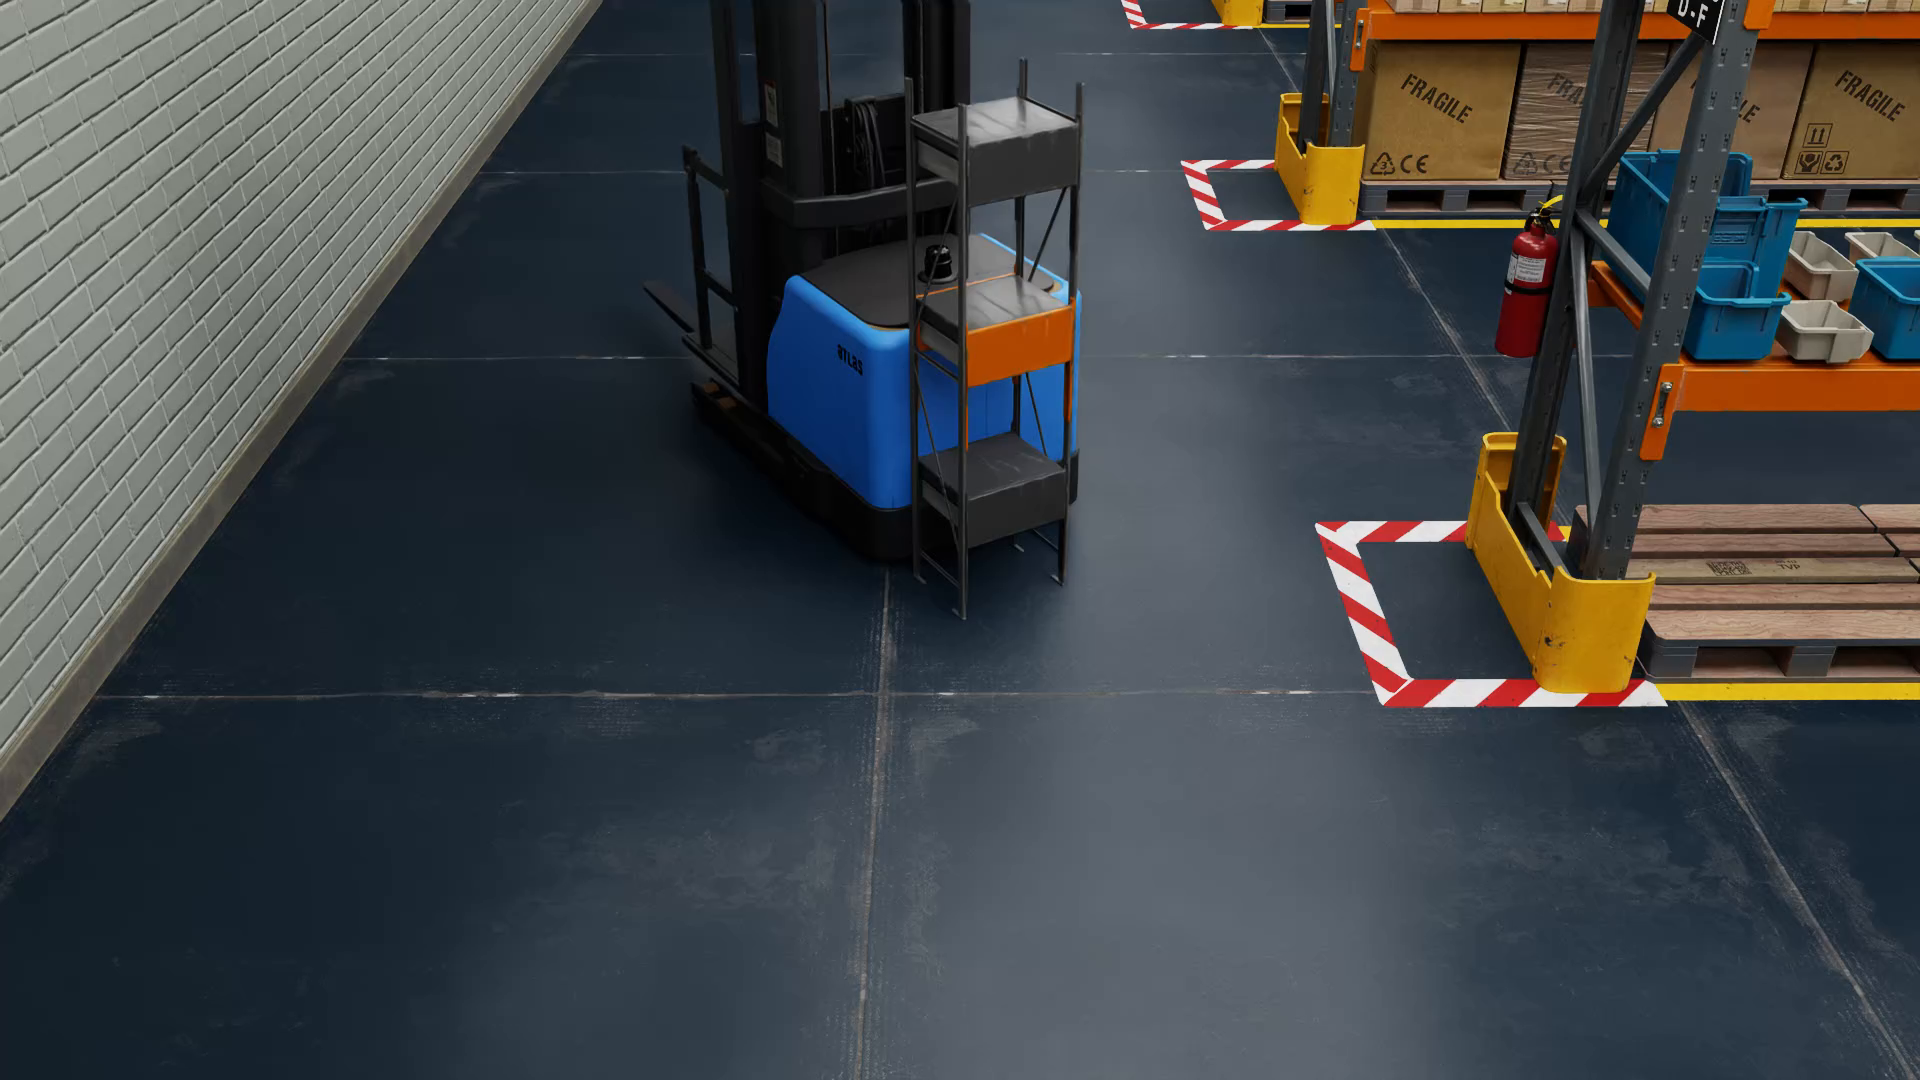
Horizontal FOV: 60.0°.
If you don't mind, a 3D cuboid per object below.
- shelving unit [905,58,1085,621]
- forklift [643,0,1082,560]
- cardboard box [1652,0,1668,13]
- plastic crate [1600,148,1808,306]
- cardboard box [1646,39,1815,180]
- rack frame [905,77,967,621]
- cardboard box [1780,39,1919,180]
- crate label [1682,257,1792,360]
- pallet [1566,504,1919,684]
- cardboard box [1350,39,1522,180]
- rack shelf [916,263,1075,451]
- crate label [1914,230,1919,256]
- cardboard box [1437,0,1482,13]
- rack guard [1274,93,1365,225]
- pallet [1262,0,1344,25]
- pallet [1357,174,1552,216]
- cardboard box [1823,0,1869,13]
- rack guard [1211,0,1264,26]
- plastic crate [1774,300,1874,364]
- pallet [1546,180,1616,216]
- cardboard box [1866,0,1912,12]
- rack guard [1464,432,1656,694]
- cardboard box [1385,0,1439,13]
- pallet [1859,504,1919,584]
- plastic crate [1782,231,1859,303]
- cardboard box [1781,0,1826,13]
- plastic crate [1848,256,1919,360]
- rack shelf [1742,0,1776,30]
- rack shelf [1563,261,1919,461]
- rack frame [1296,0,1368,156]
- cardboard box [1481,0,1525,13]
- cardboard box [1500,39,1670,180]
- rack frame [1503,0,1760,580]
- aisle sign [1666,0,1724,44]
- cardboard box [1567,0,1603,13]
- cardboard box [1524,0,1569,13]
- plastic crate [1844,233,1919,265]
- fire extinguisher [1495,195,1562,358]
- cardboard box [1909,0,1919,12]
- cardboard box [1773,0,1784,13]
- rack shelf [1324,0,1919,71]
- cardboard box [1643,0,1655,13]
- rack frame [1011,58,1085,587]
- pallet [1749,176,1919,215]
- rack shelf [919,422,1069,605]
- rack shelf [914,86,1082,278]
[{"bbox_3d":[0.122,-0.725,6.420,0.503,2.100,0.431,-18,35,-26],"label":"shelving unit"},{"bbox_3d":[-0.673,-1.899,7.554,1.130,2.935,3.031,-18,35,-26],"label":"forklift"},{"bbox_3d":[4.261,-3.310,10.055,0.250,0.149,0.380,-1,31,-2],"label":"cardboard box"},{"bbox_3d":[2.729,-1.151,6.163,0.499,0.435,0.616,0,31,0],"label":"plastic crate"},{"bbox_3d":[4.805,-2.902,10.784,0.875,0.875,0.875,0,31,0],"label":"cardboard box"},{"bbox_3d":[-0.086,-0.659,6.312,0.015,2.100,0.400,-18,35,-26],"label":"rack frame"},{"bbox_3d":[5.705,-2.905,10.789,0.875,0.875,0.875,0,31,0],"label":"cardboard box"},{"bbox_3d":[2.644,-0.796,5.774,0.303,0.233,0.416,0,31,0],"label":"crate label"},{"bbox_3d":[3.220,0.197,6.721,1.213,0.211,1.003,0,31,0],"label":"pallet"},{"bbox_3d":[3.005,-2.896,10.775,0.875,0.875,0.875,0,31,0],"label":"cardboard box"},{"bbox_3d":[0.122,-0.713,6.427,0.480,0.518,0.431,-18,35,-26],"label":"rack shelf"},{"bbox_3d":[3.778,-1.029,6.250,0.243,0.136,0.396,0,31,0],"label":"crate label"},{"bbox_3d":[2.979,-3.306,10.049,0.250,0.149,0.380,-1,31,-1],"label":"cardboard box"},{"bbox_3d":[2.342,-2.513,10.910,0.348,0.500,1.175,0,31,0],"label":"rack guard"},{"bbox_3d":[3.325,-4.947,15.200,1.213,0.211,1.003,0,31,0],"label":"pallet"},{"bbox_3d":[3.165,-2.432,11.056,1.213,0.211,1.003,0,31,0],"label":"pallet"},{"bbox_3d":[5.291,-3.313,10.061,0.250,0.149,0.380,0,31,1],"label":"cardboard box"},{"bbox_3d":[2.513,-5.086,15.151,0.348,0.500,1.175,0,31,0],"label":"rack guard"},{"bbox_3d":[2.966,-0.713,5.730,0.298,0.136,0.250,0,31,0],"label":"plastic crate"},{"bbox_3d":[4.382,-2.435,11.059,1.213,0.211,1.003,0,31,0],"label":"pallet"},{"bbox_3d":[5.549,-3.314,10.063,0.250,0.149,0.380,-1,31,-1],"label":"cardboard box"},{"bbox_3d":[2.372,0.063,6.664,0.348,0.500,1.175,0,31,0],"label":"rack guard"},{"bbox_3d":[2.723,-3.304,10.046,0.250,0.149,0.380,0,31,0],"label":"cardboard box"},{"bbox_3d":[4.437,0.195,6.725,1.213,0.211,1.003,0,31,0],"label":"pallet"},{"bbox_3d":[3.210,-1.022,6.239,0.243,0.136,0.396,0,31,0],"label":"plastic crate"},{"bbox_3d":[5.034,-3.312,10.060,0.250,0.149,0.380,0,31,1],"label":"cardboard box"},{"bbox_3d":[3.303,-0.798,5.778,0.300,0.233,0.416,0,31,0],"label":"plastic crate"},{"bbox_3d":[4.396,-1.993,5.446,4.000,0.370,1.077,0,31,0],"label":"rack shelf"},{"bbox_3d":[4.396,-0.711,6.224,4.000,0.370,1.077,0,31,0],"label":"rack shelf"},{"bbox_3d":[2.366,-3.582,10.261,0.127,3.000,1.000,0,31,0],"label":"rack frame"},{"bbox_3d":[3.235,-3.307,10.050,0.250,0.149,0.380,-1,31,-1],"label":"cardboard box"},{"bbox_3d":[3.915,-2.899,10.780,0.875,0.875,0.875,0,31,0],"label":"cardboard box"},{"bbox_3d":[2.396,-1.012,6.027,0.127,3.000,1.000,0,31,0],"label":"rack frame"},{"bbox_3d":[2.325,-1.969,5.098,0.004,0.787,0.394,0,31,0],"label":"aisle sign"},{"bbox_3d":[3.750,-3.308,10.053,0.250,0.149,0.380,-1,31,-1],"label":"cardboard box"},{"bbox_3d":[3.496,-3.308,10.053,0.250,0.149,0.380,-1,31,-1],"label":"cardboard box"},{"bbox_3d":[3.500,-1.015,6.228,0.243,0.136,0.396,0,31,0],"label":"plastic crate"},{"bbox_3d":[2.242,-1.055,6.531,0.183,0.674,0.296,0,31,0],"label":"fire extinguisher"},{"bbox_3d":[5.805,-3.315,10.064,0.250,0.149,0.380,0,31,1],"label":"cardboard box"},{"bbox_3d":[4.778,-3.312,10.058,0.250,0.149,0.380,-1,31,-1],"label":"cardboard box"},{"bbox_3d":[4.366,-3.280,10.458,4.000,0.370,1.077,0,31,0],"label":"rack shelf"},{"bbox_3d":[4.008,-3.309,10.055,0.250,0.149,0.380,0,31,-1],"label":"cardboard box"},{"bbox_3d":[0.330,-0.791,6.529,0.015,2.100,0.400,-18,35,-26],"label":"rack frame"},{"bbox_3d":[5.605,-2.440,11.068,1.213,0.211,1.003,0,31,0],"label":"pallet"},{"bbox_3d":[0.122,-0.115,6.791,0.480,0.518,0.431,-18,35,-26],"label":"rack shelf"},{"bbox_3d":[0.122,-1.312,6.064,0.480,0.518,0.431,-18,35,-26],"label":"rack shelf"}]
